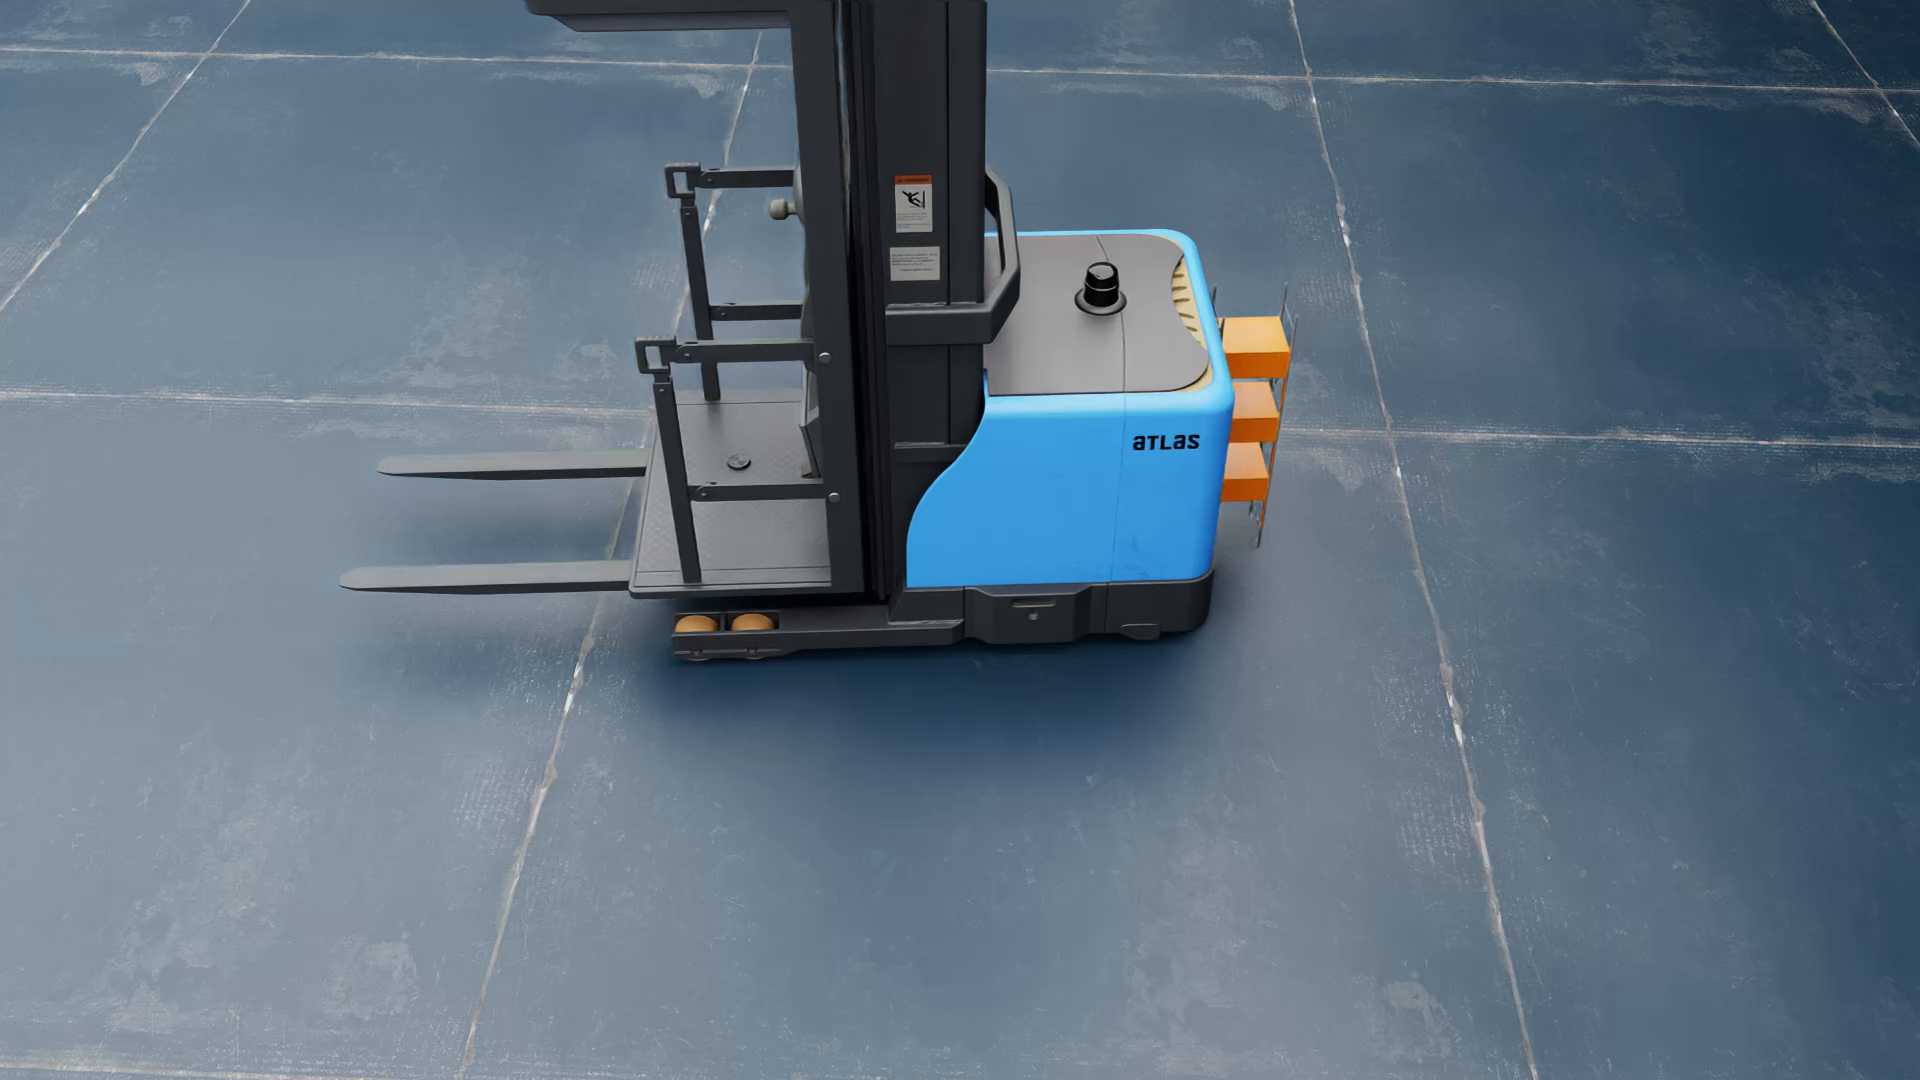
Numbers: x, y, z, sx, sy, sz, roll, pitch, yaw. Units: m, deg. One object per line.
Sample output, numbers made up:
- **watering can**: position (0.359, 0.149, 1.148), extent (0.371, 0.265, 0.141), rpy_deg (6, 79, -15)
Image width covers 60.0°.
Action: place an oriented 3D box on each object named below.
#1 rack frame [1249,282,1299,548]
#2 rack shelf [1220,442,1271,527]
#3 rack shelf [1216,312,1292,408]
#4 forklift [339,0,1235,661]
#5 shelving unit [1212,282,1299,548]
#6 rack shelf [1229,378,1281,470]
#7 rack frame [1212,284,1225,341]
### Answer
- **rack frame**: position (1.113, -0.423, 5.933), extent (0.008, 1.050, 0.200), rpy_deg (-2, 43, -2)
- **rack shelf**: position (0.991, -0.208, 6.126), extent (0.240, 0.259, 0.215), rpy_deg (-2, 43, -2)
- **rack shelf**: position (0.991, -0.619, 5.744), extent (0.240, 0.259, 0.215), rpy_deg (-2, 43, -2)
- **forklift**: position (-0.653, -1.020, 5.195), extent (3.031, 2.935, 1.130), rpy_deg (-2, 43, -2)
- **shelving unit**: position (0.991, -0.419, 5.930), extent (0.252, 1.050, 0.215), rpy_deg (-2, 43, -2)
- **rack shelf**: position (0.991, -0.411, 5.937), extent (0.240, 0.259, 0.215), rpy_deg (-2, 43, -2)
- **rack frame**: position (0.870, -0.416, 5.926), extent (0.008, 1.050, 0.200), rpy_deg (-2, 43, -2)
